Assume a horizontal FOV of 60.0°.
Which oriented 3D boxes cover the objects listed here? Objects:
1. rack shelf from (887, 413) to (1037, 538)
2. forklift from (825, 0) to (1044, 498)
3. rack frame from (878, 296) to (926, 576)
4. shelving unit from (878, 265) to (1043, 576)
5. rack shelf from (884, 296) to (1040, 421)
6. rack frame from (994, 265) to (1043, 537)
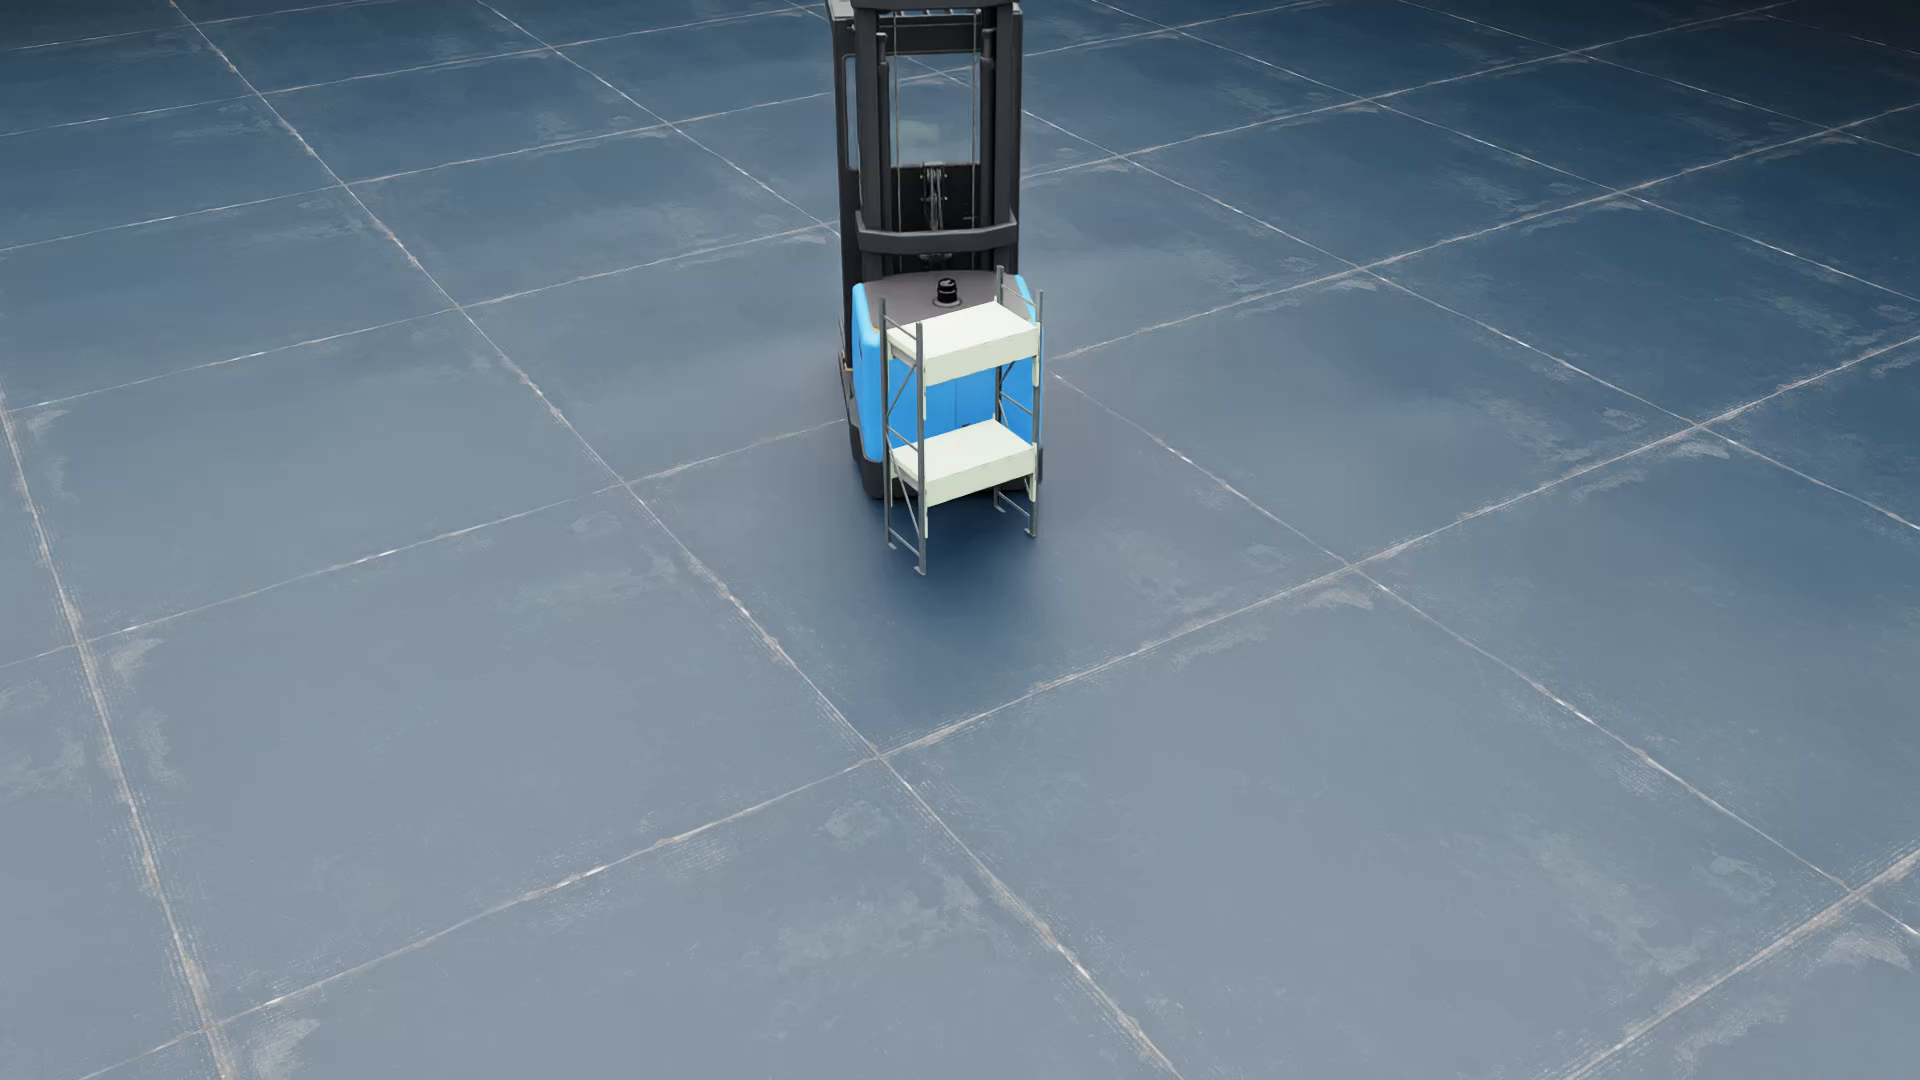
[{"bbox_3d":[0.006,-0.361,9.148,0.720,0.370,0.431,-19,37,-27],"label":"rack shelf"},{"bbox_3d":[-0.217,-2.250,10.191,1.130,2.935,3.031,-4,32,-6],"label":"forklift"},{"bbox_3d":[-0.302,-0.530,8.807,0.023,1.500,0.400,-19,37,-27],"label":"rack frame"},{"bbox_3d":[0.006,-0.636,8.974,0.755,1.500,0.431,-19,37,-27],"label":"shelving unit"},{"bbox_3d":[0.006,-0.966,8.766,0.720,0.370,0.431,-19,37,-27],"label":"rack shelf"},{"bbox_3d":[0.313,-0.742,9.142,0.023,1.500,0.400,-19,37,-27],"label":"rack frame"}]
